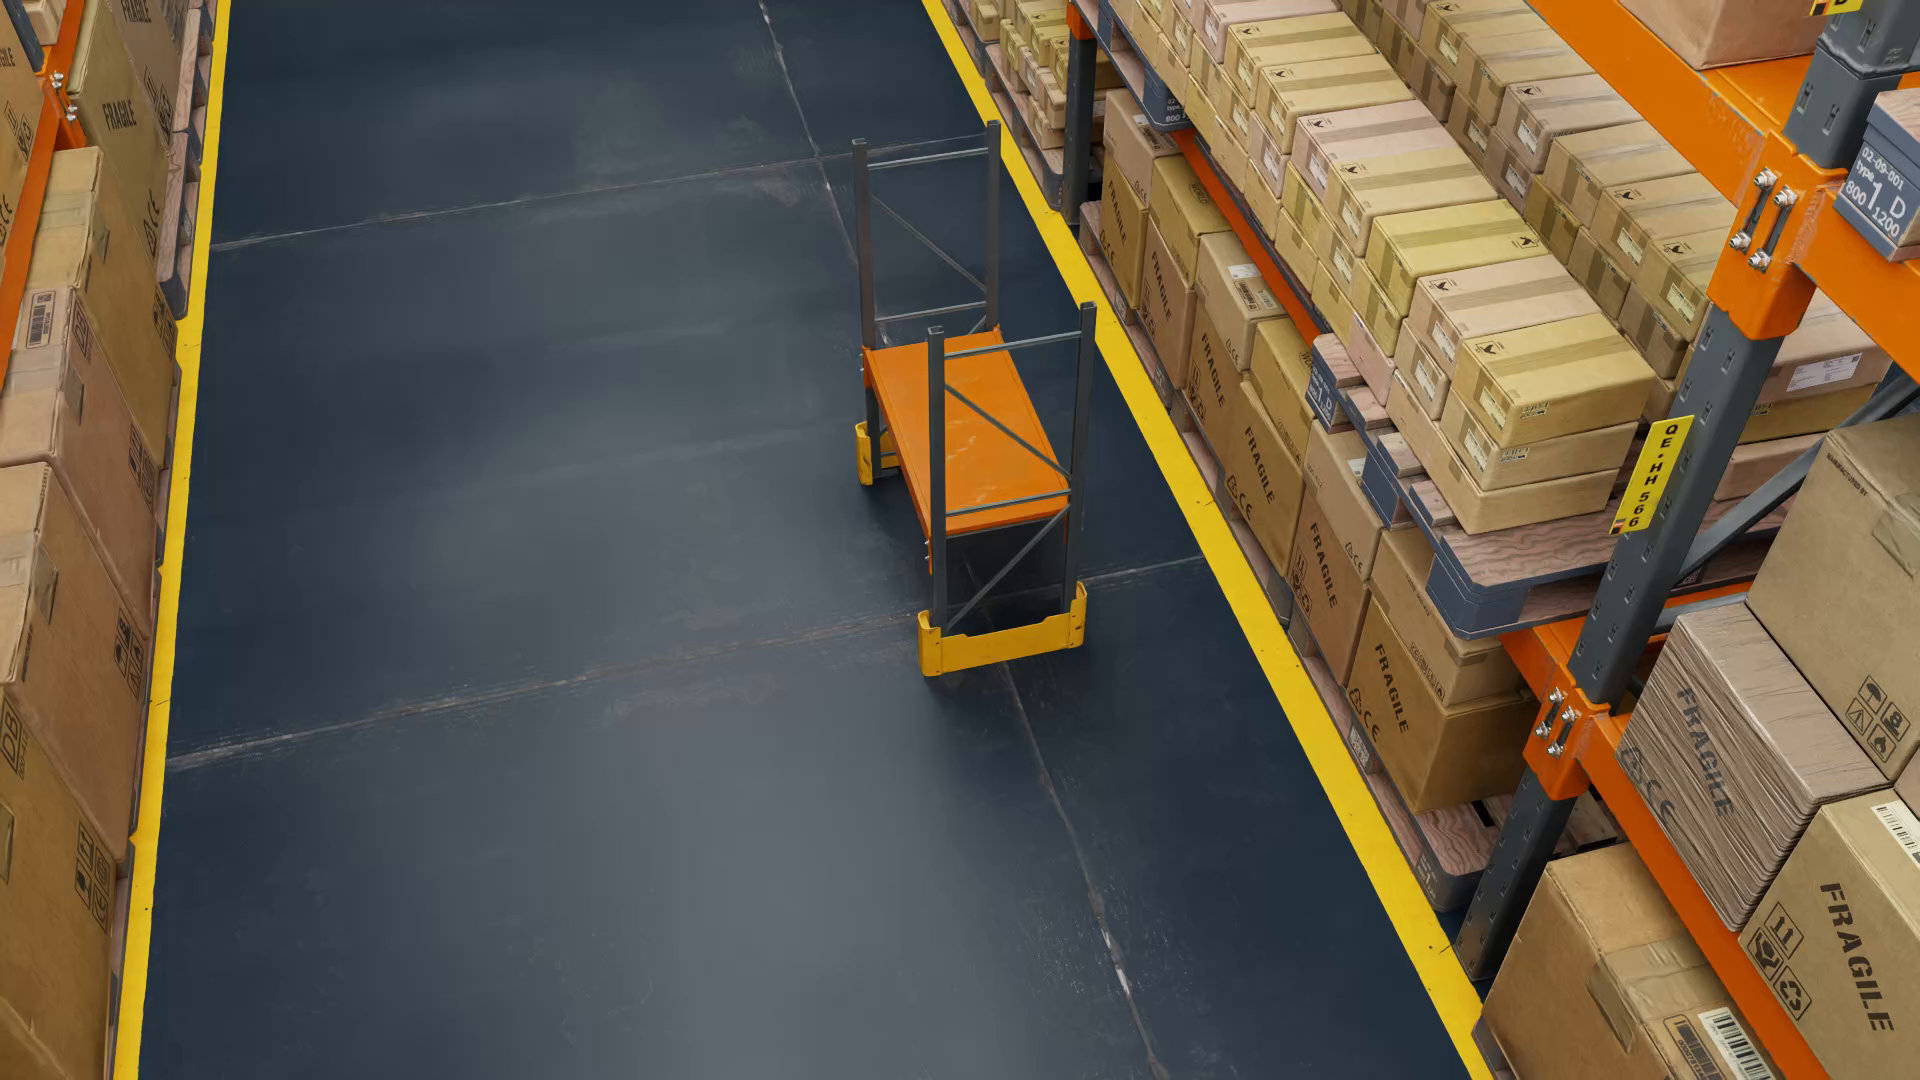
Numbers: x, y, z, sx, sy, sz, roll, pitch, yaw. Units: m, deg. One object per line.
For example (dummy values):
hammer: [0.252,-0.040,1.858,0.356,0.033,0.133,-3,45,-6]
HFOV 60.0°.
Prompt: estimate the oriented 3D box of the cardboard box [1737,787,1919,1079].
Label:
cardboard box: [1.976,0.813,3.283,0.500,0.500,0.500,-11,47,-11]

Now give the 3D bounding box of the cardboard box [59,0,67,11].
cardboard box: [-3.677,-2.145,6.428,0.380,0.149,0.250,-12,47,-12]

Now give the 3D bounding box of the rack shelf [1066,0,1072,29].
rack shelf: [0.453,-3.753,8.331,1.077,0.370,4.000,-11,47,-10]

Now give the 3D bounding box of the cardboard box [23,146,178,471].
cardboard box: [-3.672,-0.752,6.080,1.225,0.875,0.875,-11,47,-10]

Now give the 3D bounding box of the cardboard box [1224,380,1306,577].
cardboard box: [1.288,-0.262,5.863,0.500,0.500,0.500,-13,47,-12]

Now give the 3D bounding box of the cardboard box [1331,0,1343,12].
cardboard box: [1.451,-1.920,5.913,0.380,0.149,0.250,-13,47,-12]

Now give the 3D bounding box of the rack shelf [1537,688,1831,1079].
rack shelf: [2.501,1.770,2.918,1.077,0.370,4.000,-11,47,-10]

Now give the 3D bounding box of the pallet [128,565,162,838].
pallet: [-3.269,0.552,5.561,1.003,0.211,1.213,-11,47,-10]

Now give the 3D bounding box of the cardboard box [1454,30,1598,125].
cardboard box: [1.720,-1.391,4.978,0.380,0.149,0.250,-9,46,-9]

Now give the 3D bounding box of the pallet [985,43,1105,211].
pallet: [0.759,-2.105,8.165,1.003,0.211,1.213,-11,47,-10]

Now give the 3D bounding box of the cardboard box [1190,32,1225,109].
cardboard box: [0.962,-1.526,5.319,0.380,0.149,0.250,-11,47,-11]

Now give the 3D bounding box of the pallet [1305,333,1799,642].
pallet: [1.704,-0.268,4.546,1.213,0.211,1.003,-11,47,-10]

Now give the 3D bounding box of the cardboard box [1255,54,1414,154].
cardboard box: [1.092,-1.277,4.867,0.380,0.149,0.250,-9,46,-8]

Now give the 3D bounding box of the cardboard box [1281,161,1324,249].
cardboard box: [1.158,-0.994,4.797,0.380,0.149,0.250,-11,47,-11]

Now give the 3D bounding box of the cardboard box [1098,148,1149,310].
cardboard box: [0.898,-1.337,6.916,0.500,0.500,0.500,-9,46,-9]

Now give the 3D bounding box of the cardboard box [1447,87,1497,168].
cardboard box: [1.728,-1.285,5.082,0.380,0.149,0.250,-11,47,-11]

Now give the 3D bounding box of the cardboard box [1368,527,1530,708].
cardboard box: [1.561,0.179,4.905,0.500,0.250,0.500,-12,47,-11]

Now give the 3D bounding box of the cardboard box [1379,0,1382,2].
cardboard box: [1.517,-1.934,5.510,0.380,0.149,0.250,-12,47,-12]

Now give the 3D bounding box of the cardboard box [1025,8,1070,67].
cardboard box: [0.519,-2.348,7.737,0.380,0.149,0.250,-10,46,-10]

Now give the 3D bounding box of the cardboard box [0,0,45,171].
cardboard box: [-3.472,-1.549,5.598,0.500,0.500,0.500,-11,47,-10]

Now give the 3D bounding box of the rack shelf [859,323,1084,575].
rack shelf: [0.022,-0.340,5.785,0.538,0.185,1.000,-11,47,-10]

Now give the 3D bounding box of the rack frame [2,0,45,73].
rack frame: [-3.855,-1.787,5.901,1.000,3.000,0.127,-11,47,-10]

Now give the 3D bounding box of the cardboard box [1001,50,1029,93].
cardboard box: [0.420,-2.347,8.152,0.380,0.149,0.250,-12,47,-12]

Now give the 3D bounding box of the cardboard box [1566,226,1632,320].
cardboard box: [1.917,-0.766,4.574,0.380,0.149,0.250,-12,47,-12]

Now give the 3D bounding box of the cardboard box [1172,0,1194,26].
cardboard box: [0.889,-1.817,5.396,0.380,0.149,0.250,-11,47,-11]

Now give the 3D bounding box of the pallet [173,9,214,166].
pallet: [-4.290,-2.194,8.252,1.003,0.211,1.213,-11,47,-10]

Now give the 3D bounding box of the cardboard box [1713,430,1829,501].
cardboard box: [2.070,-0.267,4.293,0.380,0.149,0.250,-11,47,-11]

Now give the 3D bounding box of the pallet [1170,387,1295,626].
pallet: [1.482,-0.267,6.364,1.003,0.211,1.213,-11,47,-10]

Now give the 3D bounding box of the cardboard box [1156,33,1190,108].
cardboard box: [0.887,-1.614,5.613,0.380,0.149,0.250,-13,47,-12]

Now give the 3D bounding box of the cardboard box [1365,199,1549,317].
cardboard box: [1.291,-0.739,4.339,0.380,0.149,0.250,-9,46,-9]

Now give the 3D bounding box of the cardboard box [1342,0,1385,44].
cardboard box: [1.527,-1.827,5.614,0.380,0.149,0.250,-13,47,-12]

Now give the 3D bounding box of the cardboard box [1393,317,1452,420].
cardboard box: [1.353,-0.467,4.281,0.380,0.149,0.250,-9,46,-9]

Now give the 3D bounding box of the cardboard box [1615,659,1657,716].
cardboard box: [2.055,0.331,5.282,0.500,0.500,0.500,-13,47,-12]

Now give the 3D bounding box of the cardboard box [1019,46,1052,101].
cardboard box: [0.496,-2.221,7.820,0.380,0.149,0.250,-13,47,-12]

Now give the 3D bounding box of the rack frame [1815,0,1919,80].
rack frame: [1.989,-1.962,1.872,1.000,3.000,0.127,-11,47,-10]

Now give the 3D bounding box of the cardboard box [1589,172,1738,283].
cardboard box: [1.928,-0.839,4.438,0.380,0.149,0.250,-11,47,-11]

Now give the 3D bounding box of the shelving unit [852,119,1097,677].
shelving unit: [0.020,-0.472,5.663,0.587,1.500,1.083,-11,47,-10]

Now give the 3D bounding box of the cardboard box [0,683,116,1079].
cardboard box: [-2.988,1.091,4.274,1.225,0.875,0.875,-13,47,-12]

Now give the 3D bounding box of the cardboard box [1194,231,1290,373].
cardboard box: [1.164,-0.880,5.943,0.500,0.250,0.500,-9,46,-9]

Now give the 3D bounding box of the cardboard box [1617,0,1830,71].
cardboard box: [1.597,-1.295,3.249,0.500,0.500,0.500,-11,47,-10]

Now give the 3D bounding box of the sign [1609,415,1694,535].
sign: [1.467,-0.134,3.526,0.100,0.325,0.005,-11,47,-10]

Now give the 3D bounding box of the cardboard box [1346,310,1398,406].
cardboard box: [1.290,-0.527,4.548,0.380,0.149,0.250,-10,46,-10]

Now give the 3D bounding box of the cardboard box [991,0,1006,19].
cardboard box: [0.357,-2.766,8.355,0.380,0.149,0.250,-10,46,-9]

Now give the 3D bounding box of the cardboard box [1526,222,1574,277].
cardboard box: [1.861,-0.825,4.840,0.380,0.149,0.250,-9,46,-8]

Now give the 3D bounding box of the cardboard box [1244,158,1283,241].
cardboard box: [1.095,-1.064,5.075,0.380,0.149,0.250,-9,46,-9]

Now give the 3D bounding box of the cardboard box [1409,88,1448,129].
cardboard box: [1.663,-1.362,5.366,0.380,0.149,0.250,-12,47,-12]

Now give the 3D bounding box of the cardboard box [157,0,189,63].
cardboard box: [-4.405,-2.896,8.182,0.875,0.875,0.875,-11,47,-10]
